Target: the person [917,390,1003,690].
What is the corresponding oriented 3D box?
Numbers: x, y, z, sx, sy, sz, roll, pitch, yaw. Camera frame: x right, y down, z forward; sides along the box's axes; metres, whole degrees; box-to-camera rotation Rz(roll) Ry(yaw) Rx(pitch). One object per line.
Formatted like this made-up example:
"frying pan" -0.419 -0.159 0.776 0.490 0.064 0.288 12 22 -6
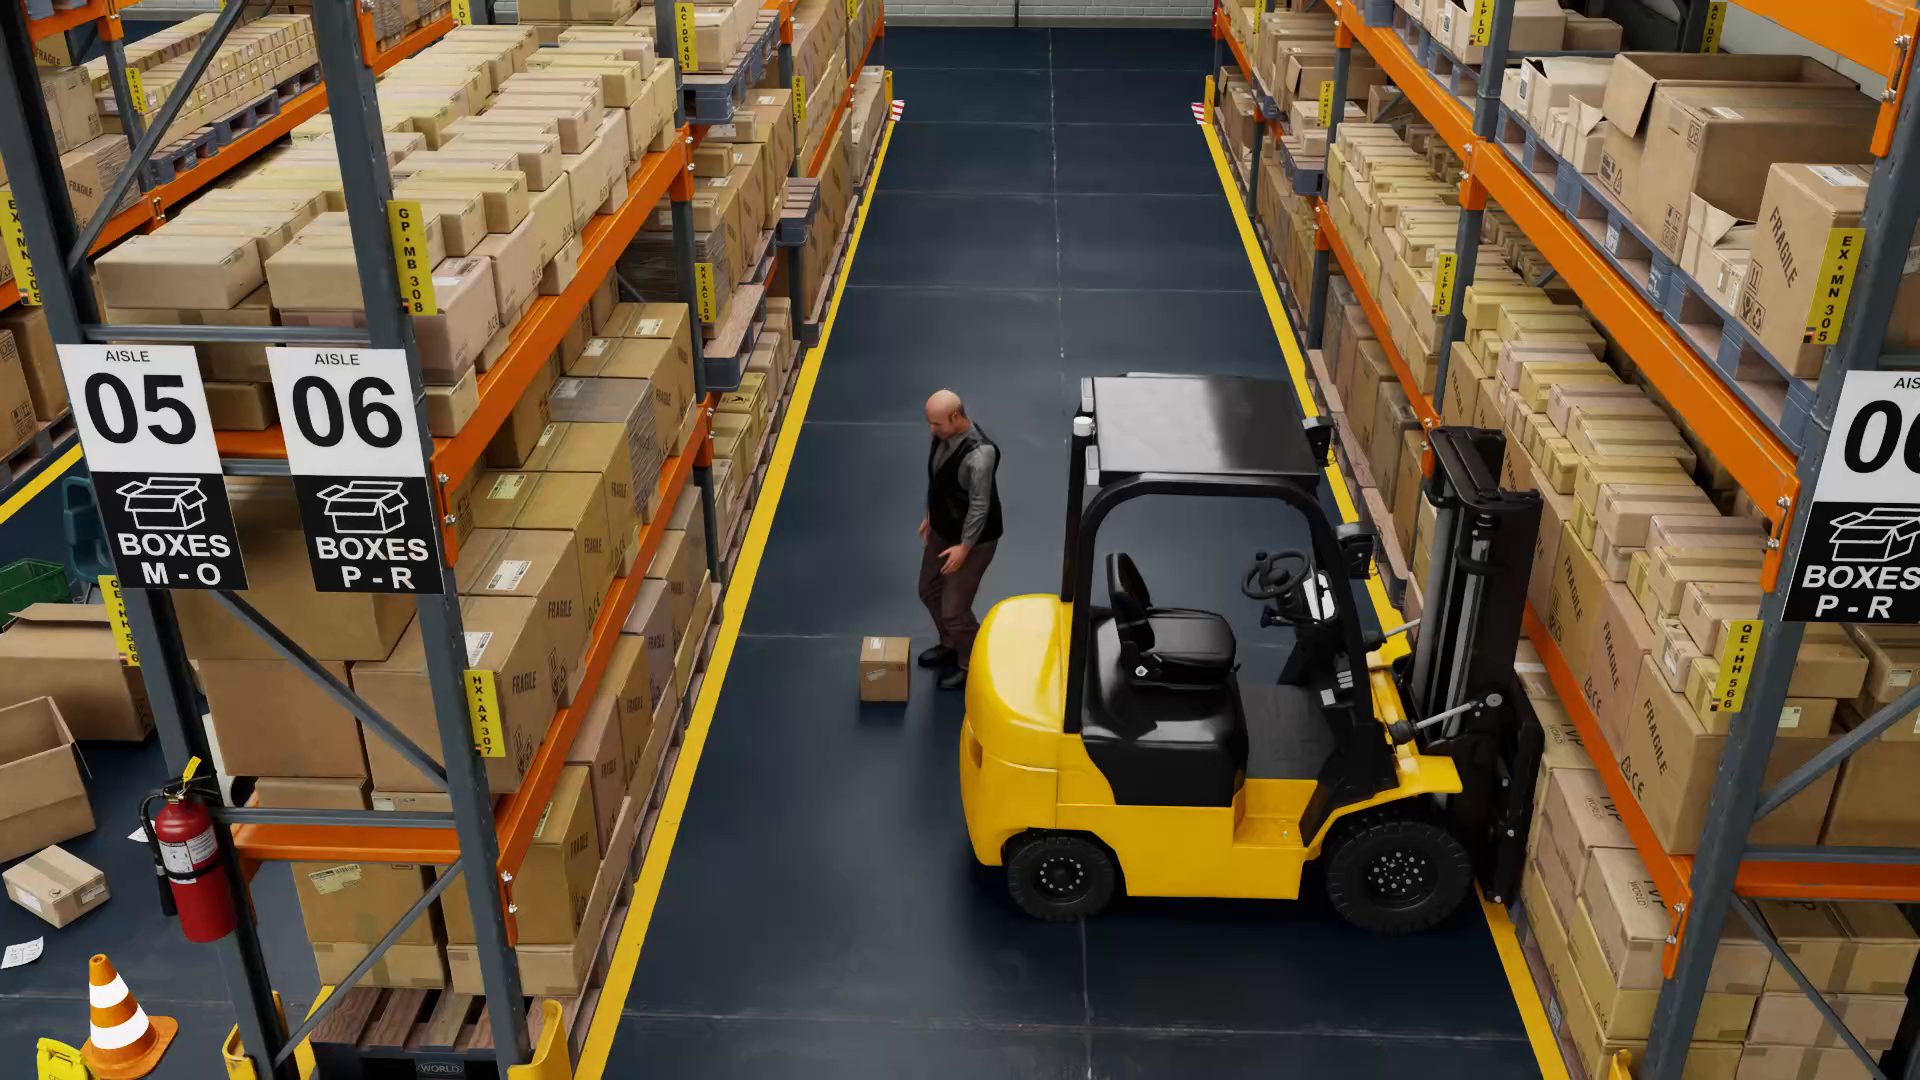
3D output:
"person" 0.001 -0.019 8.741 0.423 1.677 0.556 -13 30 -23
